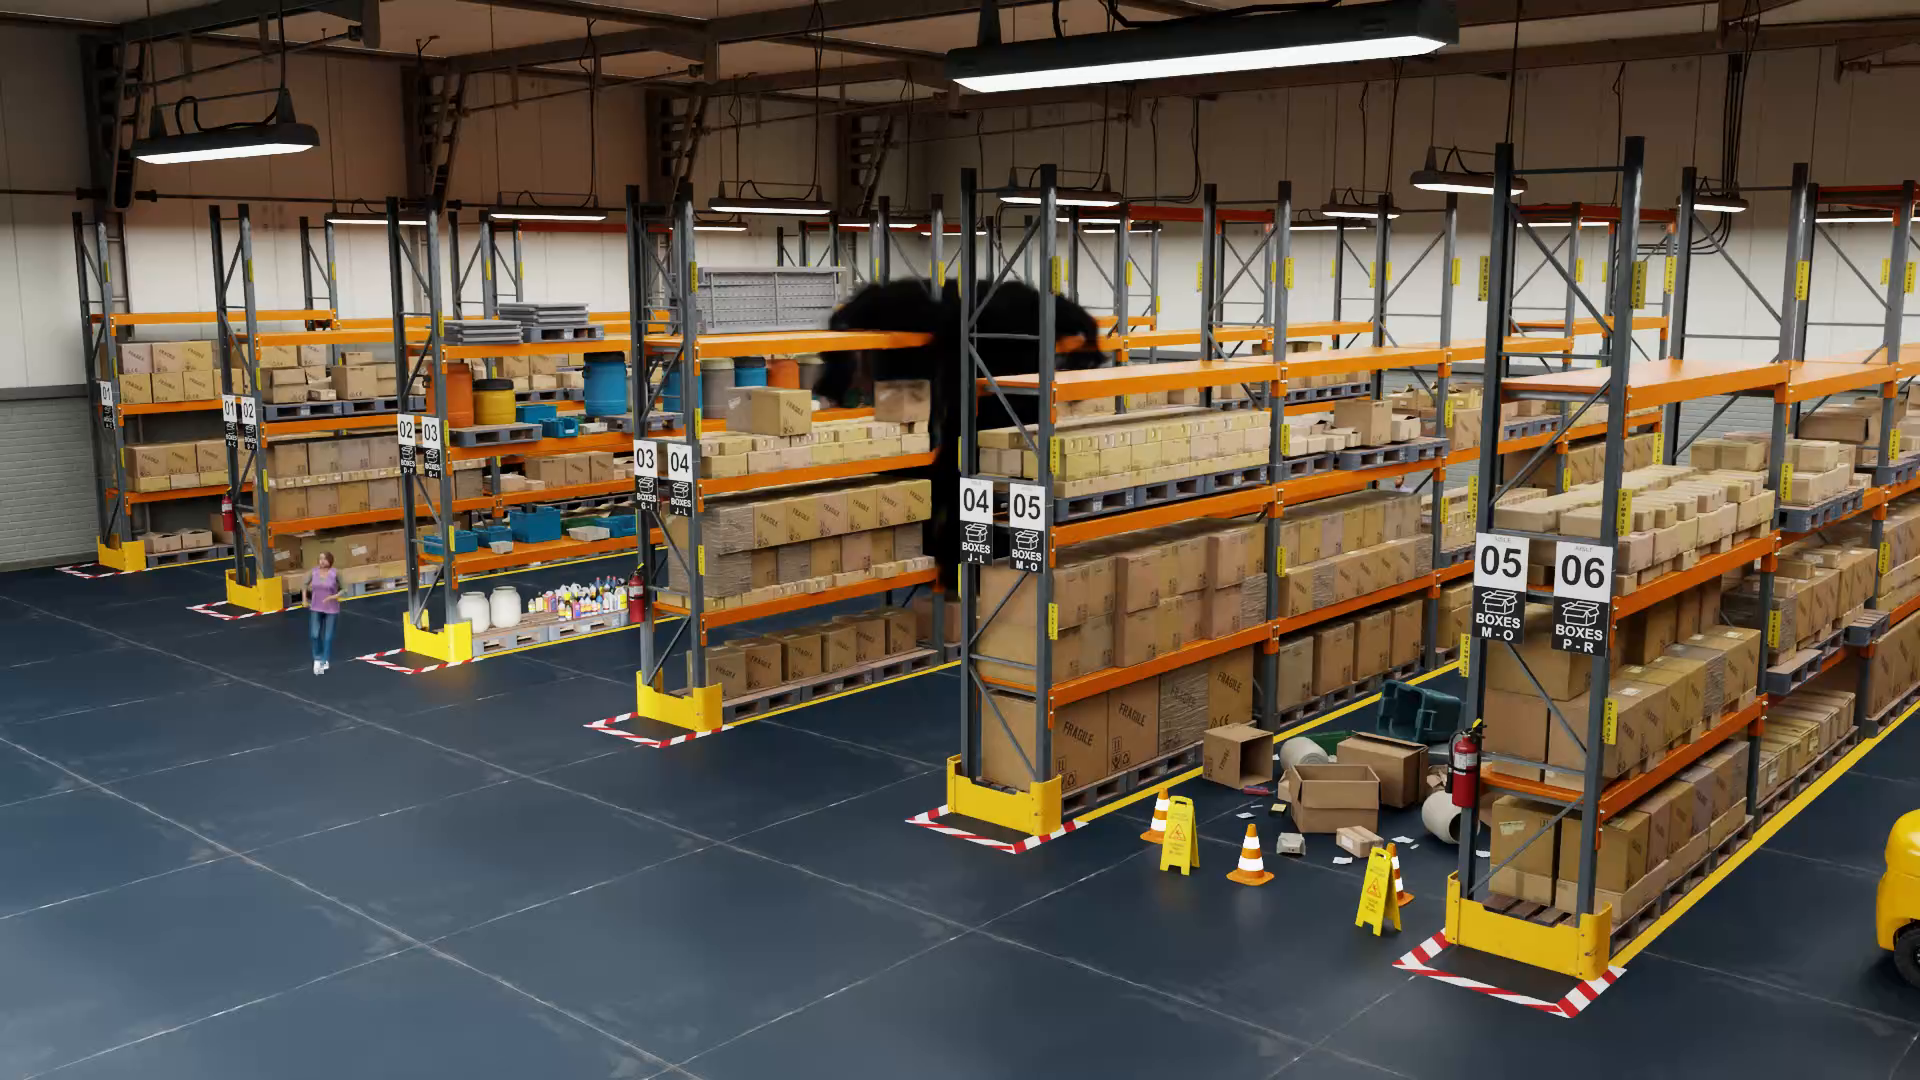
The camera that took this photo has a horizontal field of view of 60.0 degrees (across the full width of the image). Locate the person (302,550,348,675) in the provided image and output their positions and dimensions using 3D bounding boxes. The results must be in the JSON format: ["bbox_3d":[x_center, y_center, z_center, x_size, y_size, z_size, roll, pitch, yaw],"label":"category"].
[{"bbox_3d":[-8.008,0.920,21.002,0.570,1.571,0.561,-2,10,-13],"label":"person"}]

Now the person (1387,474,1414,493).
[{"bbox_3d":[7.483,-0.347,28.470,0.592,1.609,0.577,8,12,40],"label":"person"}]
